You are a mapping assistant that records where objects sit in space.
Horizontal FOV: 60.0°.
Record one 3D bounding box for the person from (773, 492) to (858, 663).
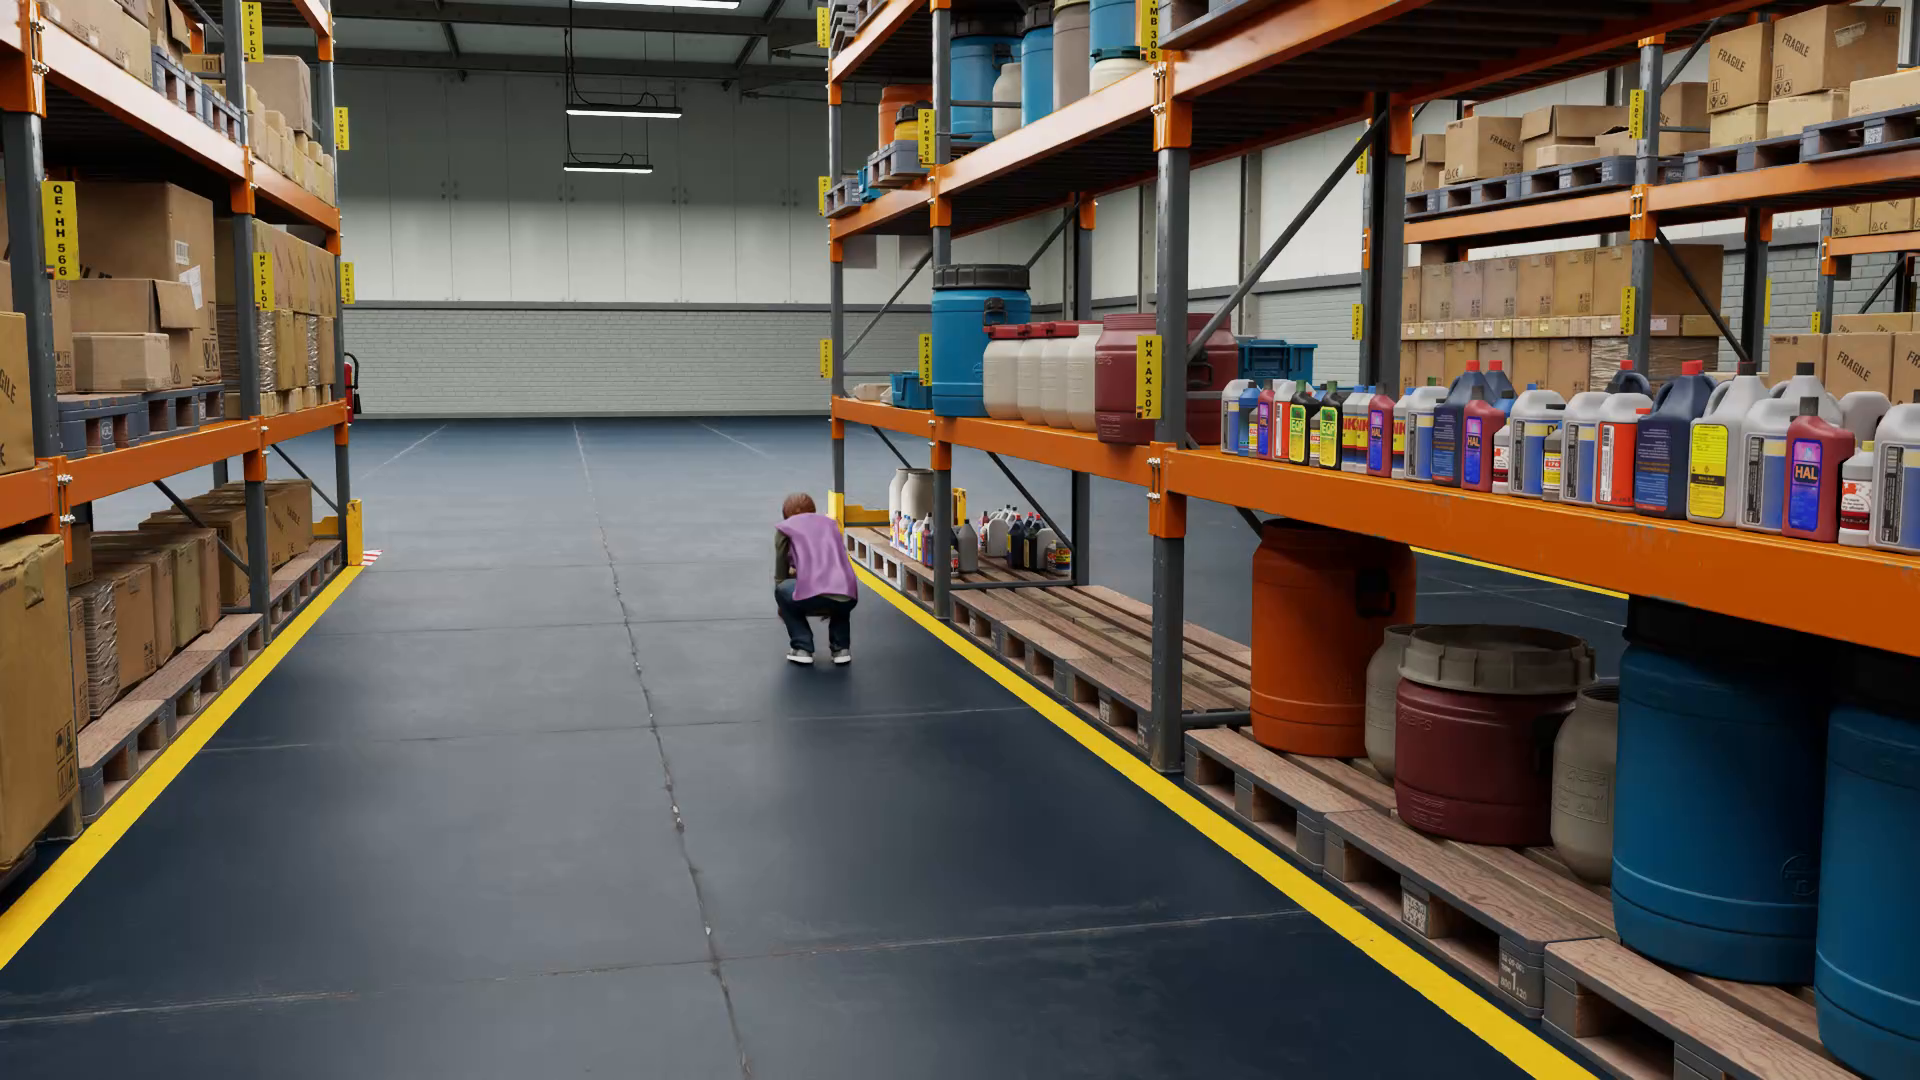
[{"bbox_3d":[-0.801,0.214,9.160,0.425,0.898,0.816,-2,7,-15],"label":"person"}]
